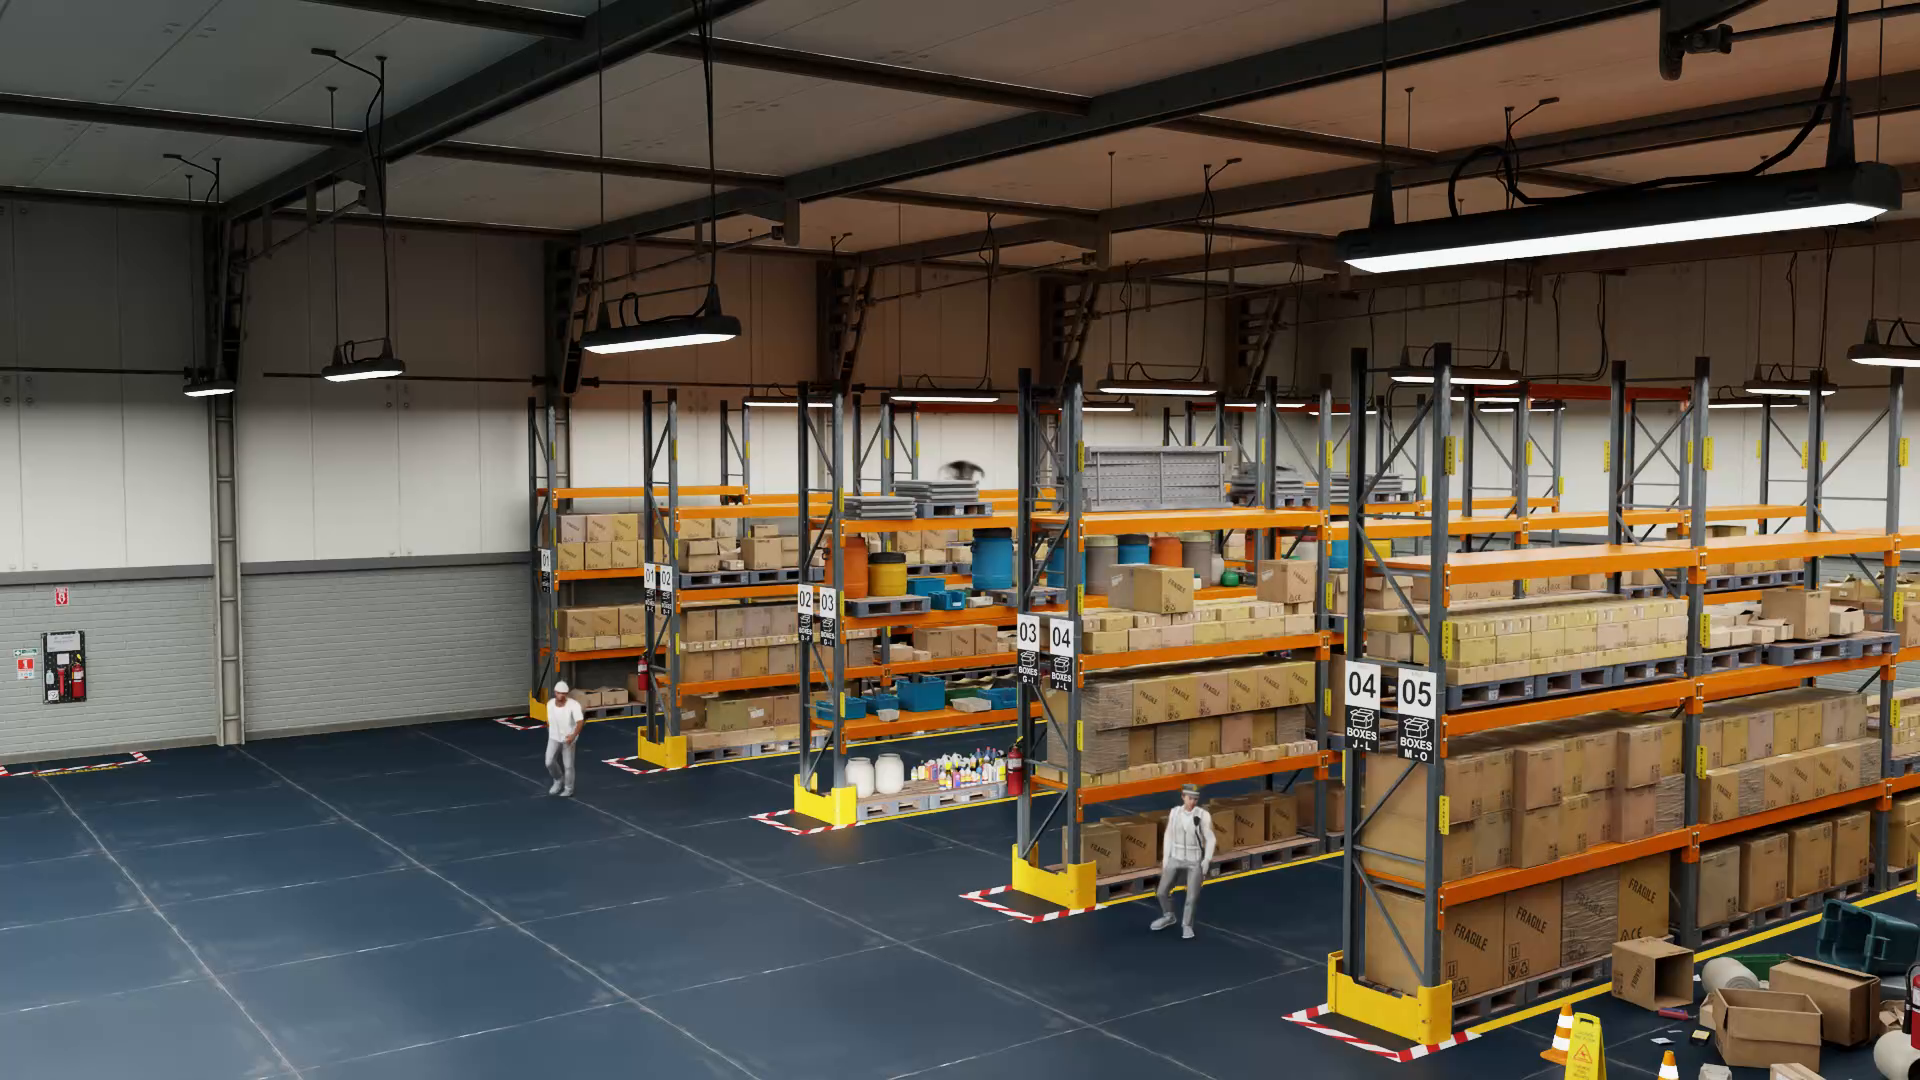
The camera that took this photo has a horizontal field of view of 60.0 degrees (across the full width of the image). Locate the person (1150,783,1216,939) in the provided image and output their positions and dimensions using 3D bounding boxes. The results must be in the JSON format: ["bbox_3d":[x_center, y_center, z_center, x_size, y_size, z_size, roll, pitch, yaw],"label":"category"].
[{"bbox_3d":[2.299,3.326,17.233,0.713,1.645,0.555,1,4,18],"label":"person"}]

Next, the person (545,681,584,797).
[{"bbox_3d":[-5.735,2.883,23.982,0.689,1.724,0.809,0,3,8],"label":"person"}]
